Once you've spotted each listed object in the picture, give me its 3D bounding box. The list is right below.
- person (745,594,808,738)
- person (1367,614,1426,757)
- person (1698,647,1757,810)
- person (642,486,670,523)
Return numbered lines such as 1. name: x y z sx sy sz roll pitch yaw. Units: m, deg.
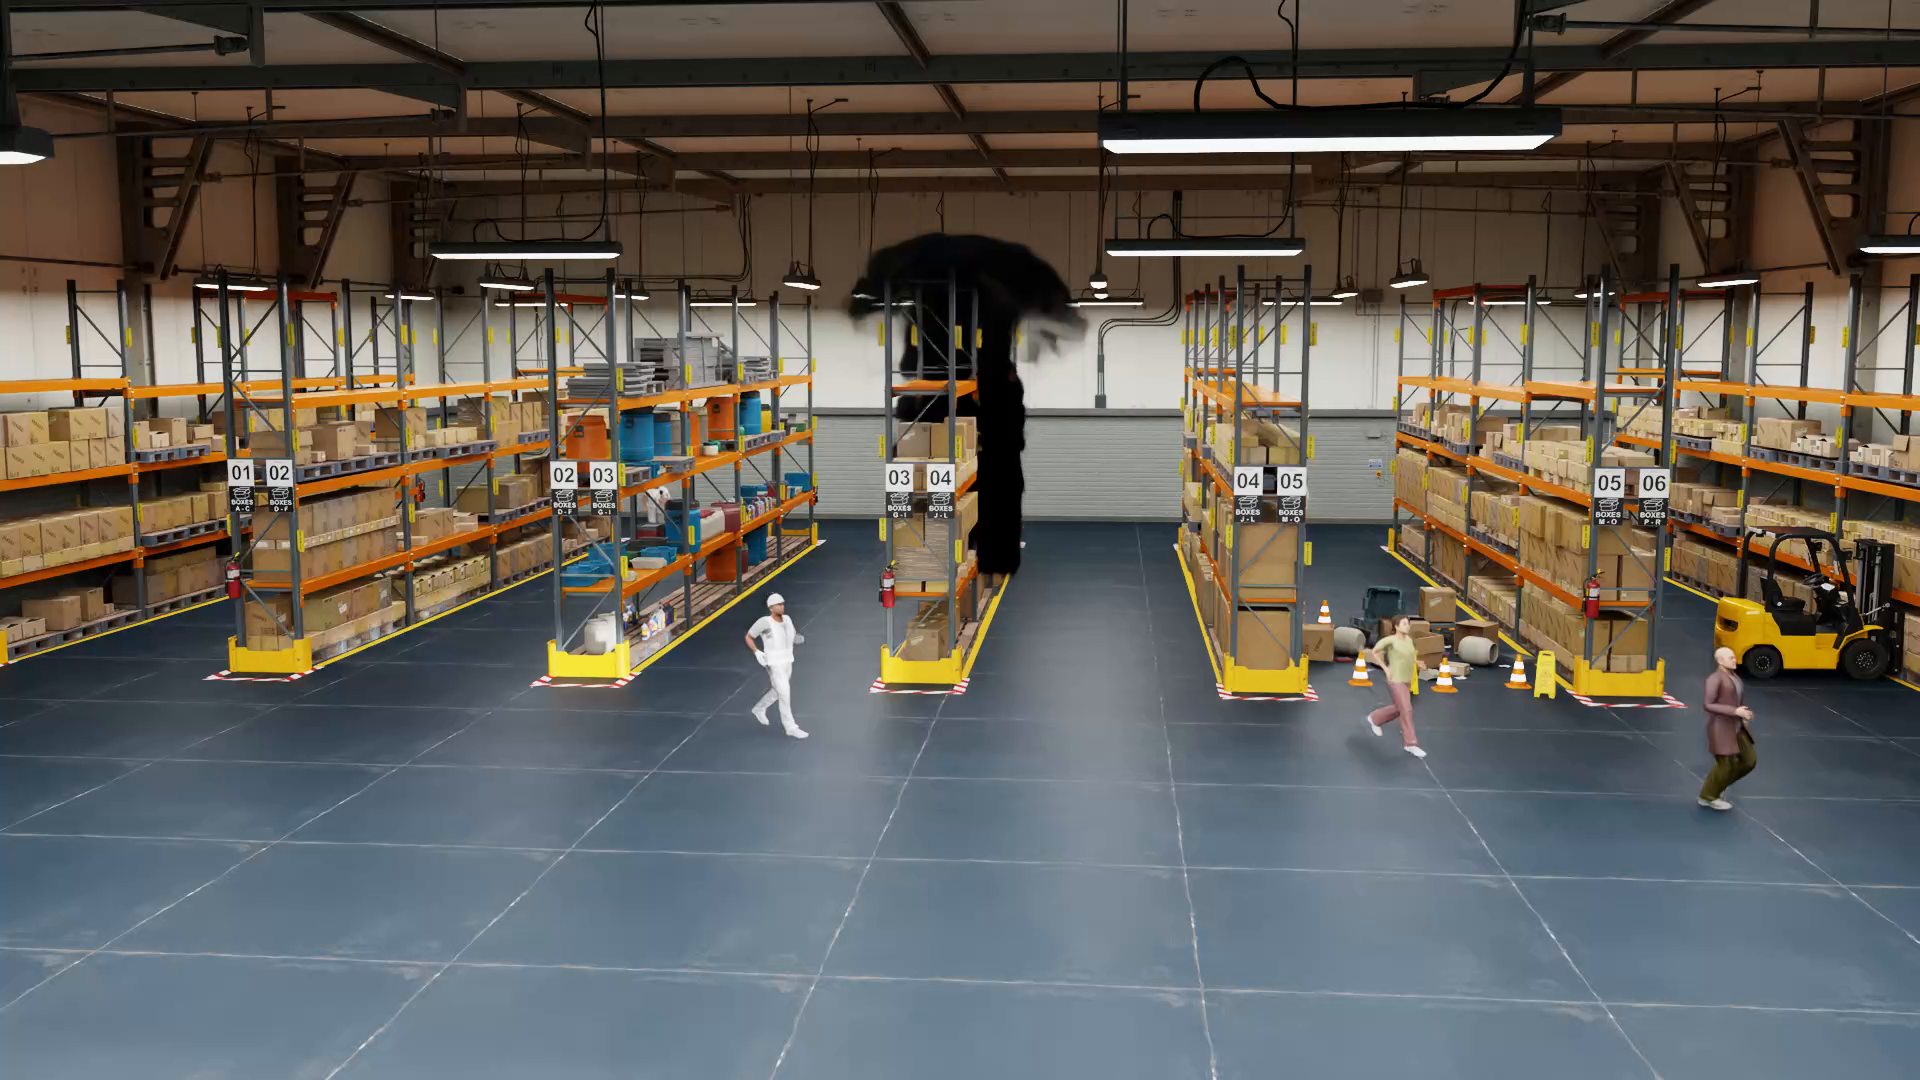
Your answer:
1. person: -2.290 1.553 20.936 1.003 1.765 0.685 4 8 33
2. person: 5.321 1.727 20.228 0.578 1.676 0.939 -5 9 -36
3. person: 8.148 2.013 17.554 0.697 1.729 0.639 -5 9 -35
4. person: -7.181 -0.640 39.354 0.630 1.838 0.840 -1 7 -12
